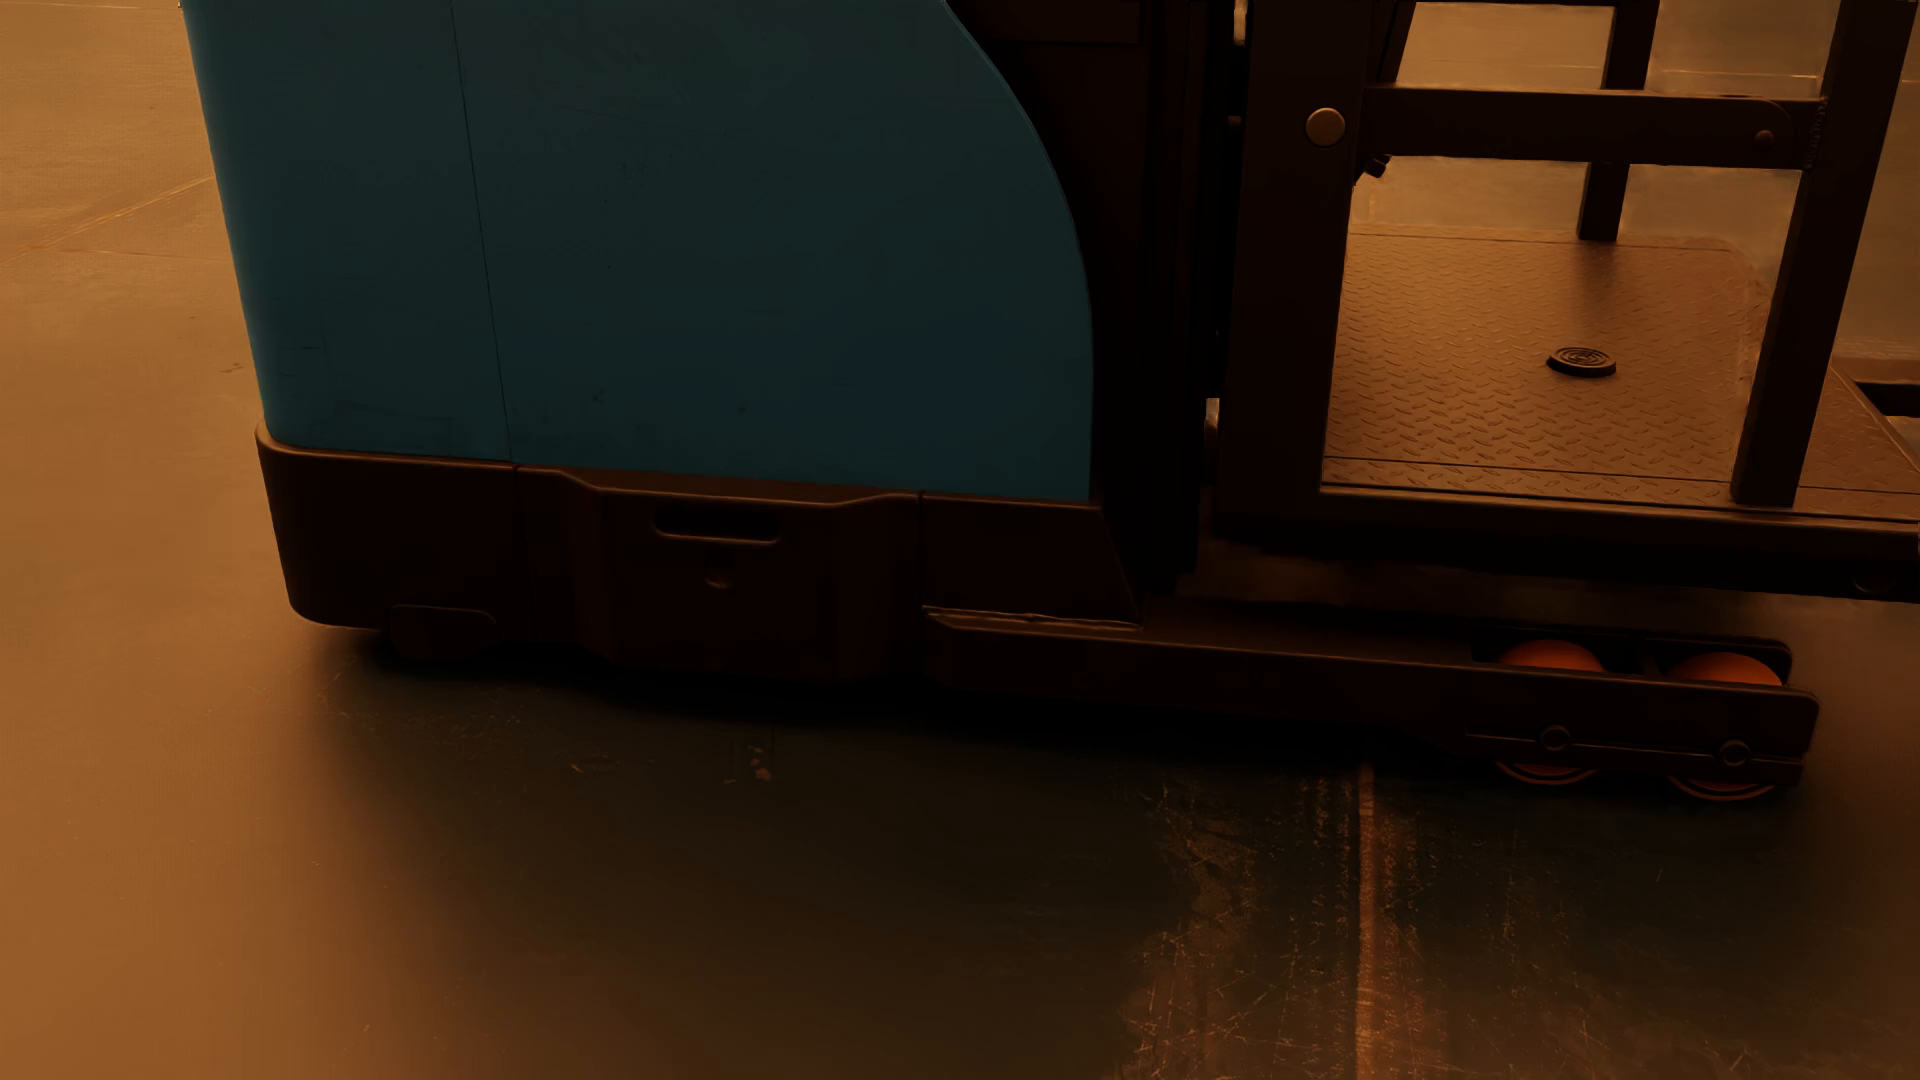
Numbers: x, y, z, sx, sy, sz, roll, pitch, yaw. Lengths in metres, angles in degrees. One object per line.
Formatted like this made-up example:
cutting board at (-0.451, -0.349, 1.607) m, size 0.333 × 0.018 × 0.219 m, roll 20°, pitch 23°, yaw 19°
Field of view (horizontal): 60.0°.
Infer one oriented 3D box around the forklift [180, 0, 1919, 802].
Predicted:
forklift at (0.675, -1.267, 1.758) m, size 3.031 × 2.935 × 1.130 m, roll 4°, pitch 27°, yaw 8°
